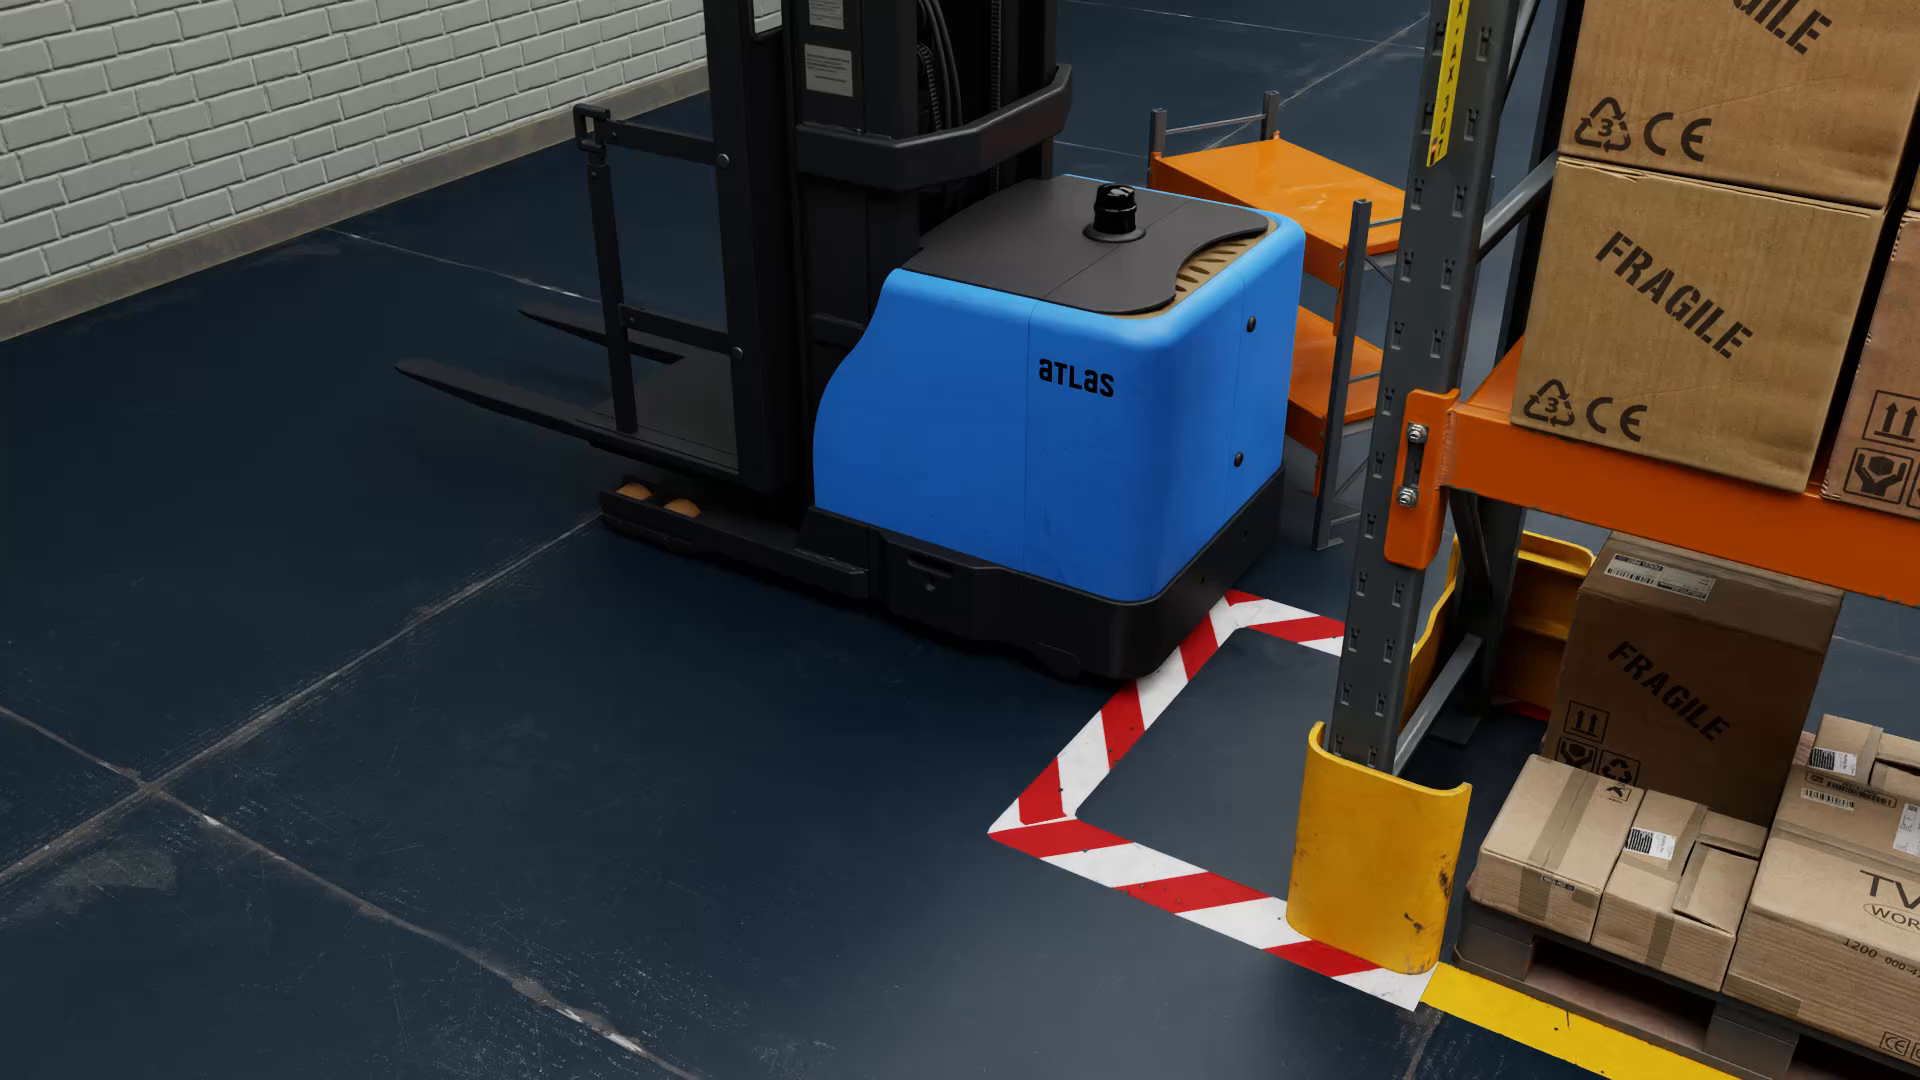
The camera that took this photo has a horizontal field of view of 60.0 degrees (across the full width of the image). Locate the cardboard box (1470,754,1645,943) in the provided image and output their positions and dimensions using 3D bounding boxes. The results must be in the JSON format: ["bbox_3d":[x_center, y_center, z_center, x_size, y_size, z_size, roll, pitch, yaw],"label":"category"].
[{"bbox_3d":[1.279,0.650,3.551,0.250,0.149,0.380,18,35,27],"label":"cardboard box"}]

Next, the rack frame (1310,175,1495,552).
[{"bbox_3d":[1.326,-0.515,5.017,0.500,1.125,0.032,-15,33,-24],"label":"rack frame"}]

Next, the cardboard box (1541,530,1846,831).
[{"bbox_3d":[1.699,0.280,3.837,0.500,0.500,0.500,18,35,27],"label":"cardboard box"}]

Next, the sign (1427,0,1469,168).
[{"bbox_3d":[0.819,-0.792,2.772,0.005,0.325,0.100,18,35,27],"label":"sign"}]

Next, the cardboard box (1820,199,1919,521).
[{"bbox_3d":[1.783,-0.326,2.733,0.500,0.500,0.500,17,34,27],"label":"cardboard box"}]

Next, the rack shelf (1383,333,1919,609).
[{"bbox_3d":[2.801,0.196,2.651,4.000,0.370,1.077,18,35,27],"label":"rack shelf"}]

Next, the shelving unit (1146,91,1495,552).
[{"bbox_3d":[1.088,-0.742,5.405,0.538,1.125,1.048,-15,33,-24],"label":"shelving unit"}]

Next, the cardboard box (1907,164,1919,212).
[{"bbox_3d":[1.790,-0.757,2.479,0.500,0.500,0.500,18,35,28],"label":"cardboard box"}]

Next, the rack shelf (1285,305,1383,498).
[{"bbox_3d":[1.088,-0.530,5.528,0.538,0.278,1.000,-15,33,-24],"label":"rack shelf"}]

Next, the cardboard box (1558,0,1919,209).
[{"bbox_3d":[1.343,-0.894,2.714,0.500,0.500,0.500,19,35,29],"label":"cardboard box"}]

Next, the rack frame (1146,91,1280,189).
[{"bbox_3d":[0.849,-0.968,5.793,0.500,1.125,0.032,-15,33,-24],"label":"rack frame"}]

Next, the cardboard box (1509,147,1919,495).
[{"bbox_3d":[1.343,-0.462,2.966,0.500,0.500,0.500,18,35,28],"label":"cardboard box"}]

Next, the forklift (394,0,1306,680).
[{"bbox_3d":[-0.536,-1.433,4.797,3.031,2.935,1.130,17,34,27],"label":"forklift"}]

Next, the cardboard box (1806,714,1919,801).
[{"bbox_3d":[1.994,0.571,3.669,0.250,0.166,0.380,18,35,27],"label":"cardboard box"}]

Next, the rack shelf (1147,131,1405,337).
[{"bbox_3d":[1.088,-0.994,5.257,0.538,0.278,1.000,-15,33,-24],"label":"rack shelf"}]

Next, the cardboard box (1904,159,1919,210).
[{"bbox_3d":[1.631,-0.690,3.356,0.500,0.500,0.500,19,35,29],"label":"cardboard box"}]

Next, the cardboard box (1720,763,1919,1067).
[{"bbox_3d":[1.841,0.748,3.283,0.500,0.250,0.500,18,35,27],"label":"cardboard box"}]

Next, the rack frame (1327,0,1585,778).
[{"bbox_3d":[1.107,-0.650,3.388,0.127,3.000,1.000,18,35,27],"label":"rack frame"}]

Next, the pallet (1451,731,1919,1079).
[{"bbox_3d":[1.847,0.788,3.690,1.213,0.211,1.003,18,35,27],"label":"pallet"}]

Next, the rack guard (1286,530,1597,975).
[{"bbox_3d":[1.172,0.450,3.983,0.348,0.500,1.175,18,35,27],"label":"rack guard"}]

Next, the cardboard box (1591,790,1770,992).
[{"bbox_3d":[1.491,0.709,3.432,0.250,0.166,0.380,18,35,27],"label":"cardboard box"}]
